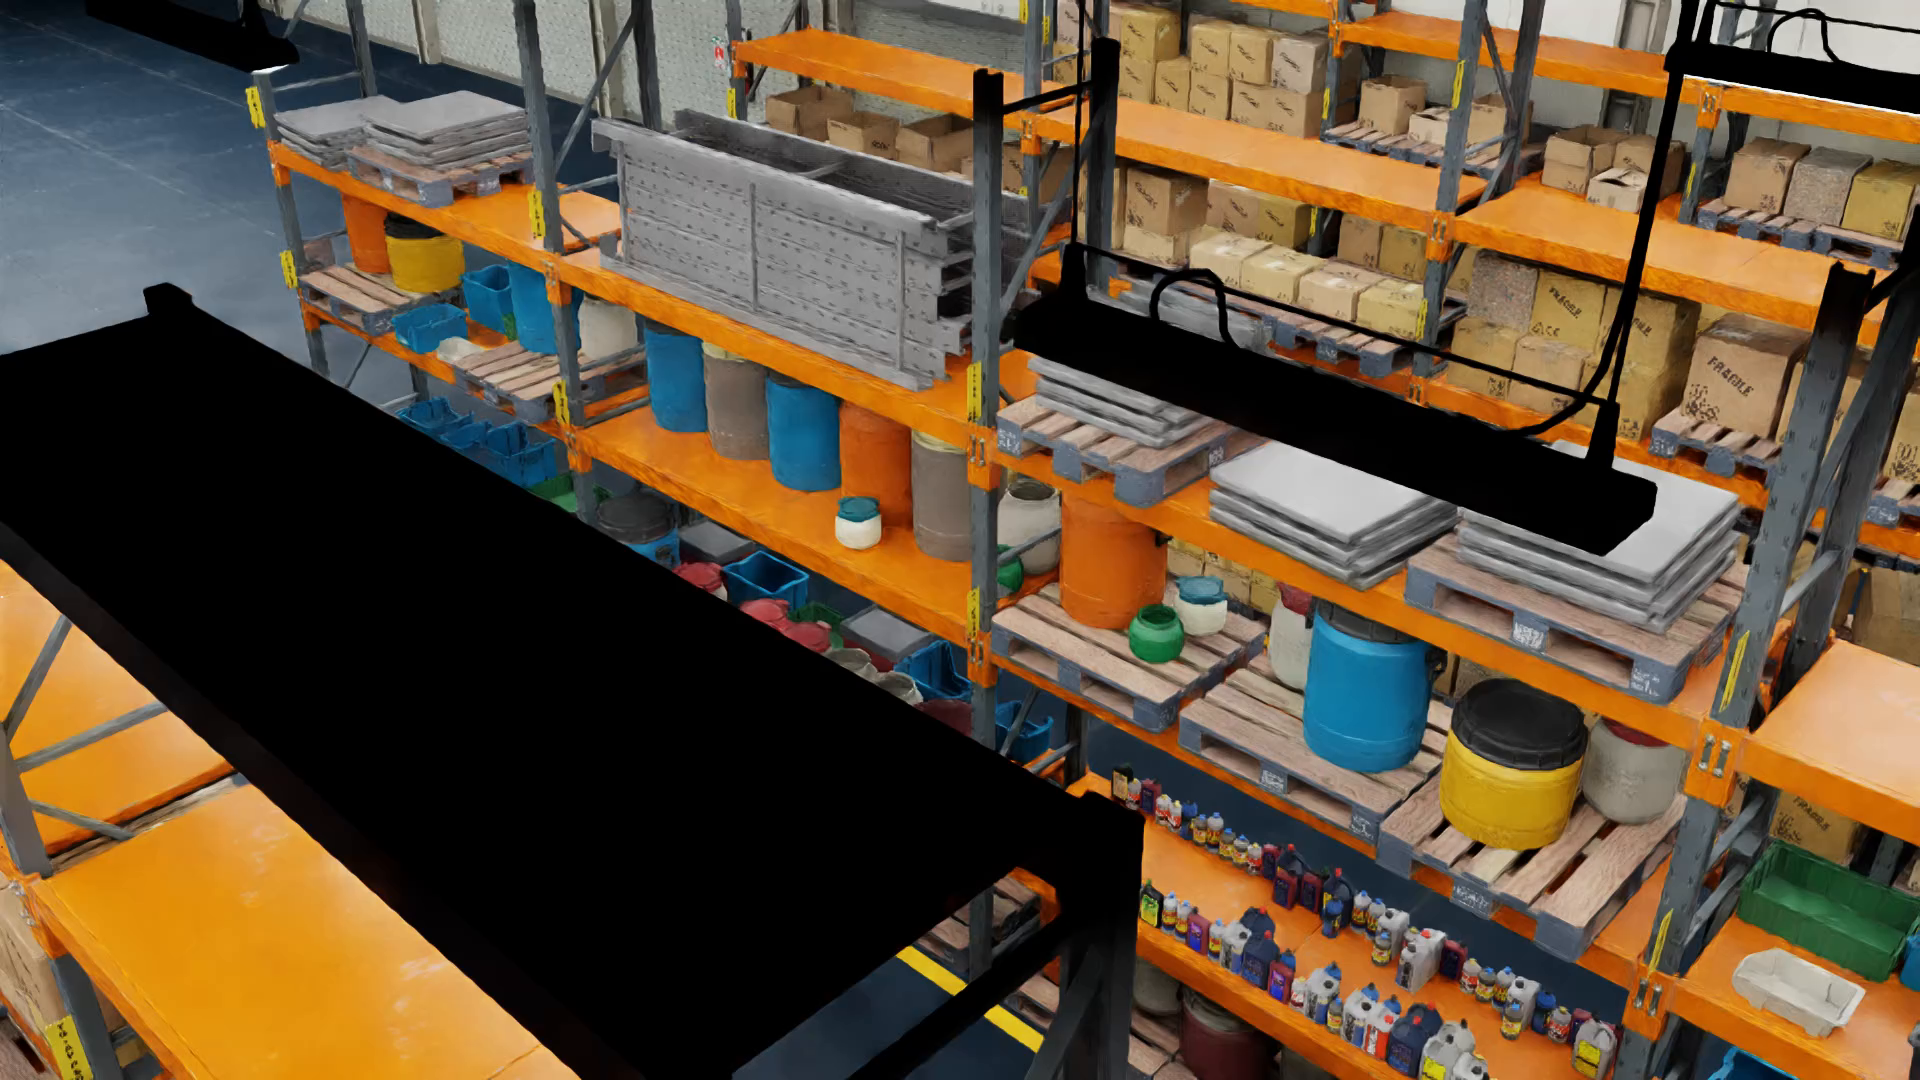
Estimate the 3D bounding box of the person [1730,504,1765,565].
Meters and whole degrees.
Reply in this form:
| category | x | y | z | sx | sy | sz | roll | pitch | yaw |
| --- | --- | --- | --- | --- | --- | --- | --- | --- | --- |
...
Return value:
| category | x | y | z | sx | sy | sz | roll | pitch | yaw |
| --- | --- | --- | --- | --- | --- | --- | --- | --- | --- |
| person | 6.450 | 0.395 | 13.770 | 0.494 | 1.713 | 0.578 | -8 | 30 | -14 |
